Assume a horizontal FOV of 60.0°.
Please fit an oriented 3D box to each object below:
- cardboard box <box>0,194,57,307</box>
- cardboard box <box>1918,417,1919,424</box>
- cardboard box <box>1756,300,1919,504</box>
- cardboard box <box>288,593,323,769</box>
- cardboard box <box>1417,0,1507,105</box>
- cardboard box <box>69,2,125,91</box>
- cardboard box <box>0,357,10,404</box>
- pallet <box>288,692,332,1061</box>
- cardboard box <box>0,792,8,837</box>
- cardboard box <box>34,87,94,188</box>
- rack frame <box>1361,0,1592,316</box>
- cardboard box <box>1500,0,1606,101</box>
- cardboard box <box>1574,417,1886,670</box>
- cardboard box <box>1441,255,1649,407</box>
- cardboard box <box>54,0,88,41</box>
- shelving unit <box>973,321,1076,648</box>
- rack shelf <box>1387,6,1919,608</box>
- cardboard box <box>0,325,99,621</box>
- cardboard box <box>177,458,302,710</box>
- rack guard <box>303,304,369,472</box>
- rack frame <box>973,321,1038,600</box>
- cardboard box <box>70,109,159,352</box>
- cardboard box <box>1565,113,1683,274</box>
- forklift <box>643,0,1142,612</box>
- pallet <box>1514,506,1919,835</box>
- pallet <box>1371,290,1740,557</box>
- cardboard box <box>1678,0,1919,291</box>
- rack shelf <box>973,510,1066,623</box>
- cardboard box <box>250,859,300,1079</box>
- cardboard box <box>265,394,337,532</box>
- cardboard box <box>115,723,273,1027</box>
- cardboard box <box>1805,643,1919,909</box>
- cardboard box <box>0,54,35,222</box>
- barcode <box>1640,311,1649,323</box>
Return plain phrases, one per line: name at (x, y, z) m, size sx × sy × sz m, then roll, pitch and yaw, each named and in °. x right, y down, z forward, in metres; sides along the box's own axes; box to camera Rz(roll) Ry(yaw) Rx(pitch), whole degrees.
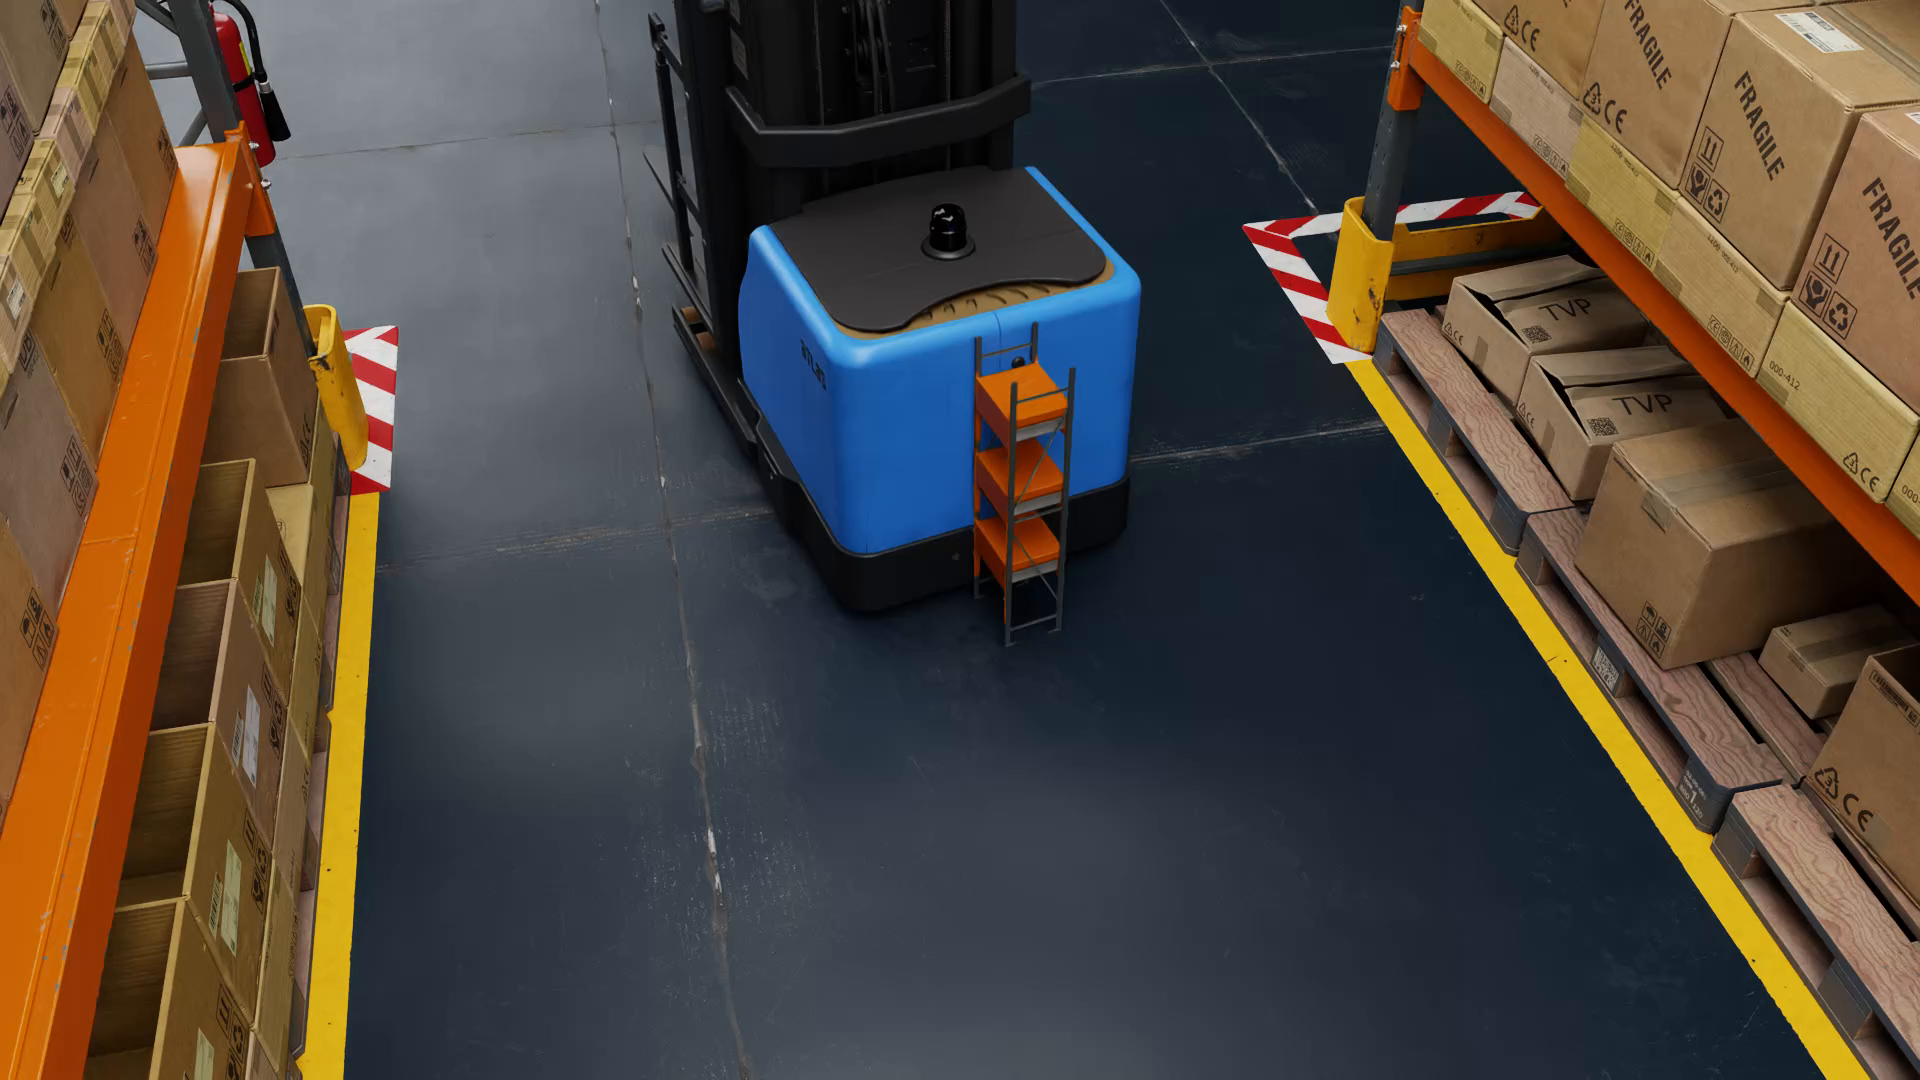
cardboard box at (-2.212, -0.609, 3.612) m, size 0.380 × 0.149 × 0.250 m, roll -7°, pitch 42°, yaw -8°
cardboard box at (2.421, -0.324, 3.389) m, size 0.500 × 0.500 × 0.500 m, roll -9°, pitch 42°, yaw -10°
cardboard box at (2.317, -0.370, 4.006) m, size 0.500 × 0.250 × 0.500 m, roll -9°, pitch 42°, yaw -10°
cardboard box at (-2.128, 0.435, 4.756) m, size 0.500 × 0.250 × 0.500 m, roll -8°, pitch 42°, yaw -9°
cardboard box at (1.870, -1.690, 5.492) m, size 0.500 × 0.250 × 0.500 m, roll -9°, pitch 42°, yaw -11°
cardboard box at (-2.435, -1.278, 4.366) m, size 0.380 × 0.149 × 0.250 m, roll -7°, pitch 42°, yaw -8°
cardboard box at (-2.105, -0.281, 3.243) m, size 0.380 × 0.149 × 0.250 m, roll -9°, pitch 42°, yaw -10°
pallet at (-2.296, 0.934, 4.539) m, size 1.003 × 0.211 × 1.213 m, roll -8°, pitch 42°, yaw -9°
cardboard box at (-2.120, 0.540, 2.807) m, size 0.700 × 0.500 × 0.500 m, roll -9°, pitch 42°, yaw -10°
cardboard box at (-2.328, -0.949, 3.996) m, size 0.380 × 0.149 × 0.250 m, roll -8°, pitch 42°, yaw -9°
rack frame at (2.075, -2.100, 5.856) m, size 1.000 × 3.000 × 0.127 m, roll -8°, pitch 42°, yaw -9°
cardboard box at (1.981, -1.658, 4.891) m, size 0.500 × 0.500 × 0.500 m, roll -8°, pitch 42°, yaw -9°
cardboard box at (2.369, -0.016, 5.060) m, size 0.700 × 0.500 × 0.500 m, roll -11°, pitch 43°, yaw -12°
cardboard box at (2.136, -0.798, 6.083) m, size 0.500 × 0.311 × 0.500 m, roll -13°, pitch 43°, yaw -14°
cardboard box at (-2.662, -1.572, 4.209) m, size 0.700 × 0.500 × 0.500 m, roll -8°, pitch 42°, yaw -9°
shelving unit at (0.187, -0.148, 5.126) m, size 0.215 × 1.050 × 0.252 m, roll -16°, pitch 44°, yaw -18°
rack shelf at (2.506, -0.535, 4.635) m, size 1.077 × 0.370 × 4.000 m, roll -8°, pitch 42°, yaw -9°
cardboard box at (-2.336, -0.118, 3.548) m, size 0.700 × 0.500 × 0.500 m, roll -7°, pitch 42°, yaw -8°
cardboard box at (-2.125, 0.154, 4.507) m, size 0.500 × 0.500 × 0.500 m, roll -8°, pitch 42°, yaw -9°
rack guard at (-2.767, -0.469, 5.901) m, size 1.175 × 0.500 × 0.348 m, roll -8°, pitch 42°, yaw -9°
rack frame at (0.138, -0.222, 5.209) m, size 0.200 × 1.050 × 0.008 m, roll -16°, pitch 44°, yaw -18°
cardboard box at (-2.555, -0.781, 4.295) m, size 0.700 × 0.500 × 0.500 m, roll -7°, pitch 42°, yaw -8°
cardboard box at (2.100, -1.024, 4.742) m, size 0.500 × 0.250 × 0.500 m, roll -9°, pitch 42°, yaw -10°
forklift at (-0.486, -1.848, 5.623) m, size 1.130 × 2.935 × 3.031 m, roll -16°, pitch 44°, yaw -18°
pallet at (2.492, 0.313, 5.239) m, size 1.003 × 0.211 × 1.213 m, roll -8°, pitch 42°, yaw -9°
pallet at (2.232, -0.476, 6.128) m, size 1.003 × 0.211 × 1.213 m, roll -8°, pitch 42°, yaw -9°
cardboard box at (2.210, -0.989, 4.138) m, size 0.500 × 0.500 × 0.500 m, roll -7°, pitch 42°, yaw -8°
rack shelf at (0.187, 0.068, 5.317) m, size 0.215 × 0.259 × 0.240 m, roll -16°, pitch 44°, yaw -18°
cardboard box at (-1.908, 1.082, 4.026) m, size 0.500 × 0.250 × 0.500 m, roll -8°, pitch 42°, yaw -9°
cardboard box at (-2.357, -0.211, 5.484) m, size 0.500 × 0.250 × 0.500 m, roll -8°, pitch 42°, yaw -9°
cardboard box at (-1.908, 0.802, 3.777) m, size 0.500 × 0.500 × 0.500 m, roll -8°, pitch 42°, yaw -9°
cardboard box at (2.675, 0.596, 4.371) m, size 0.500 × 0.500 × 0.500 m, roll -11°, pitch 43°, yaw -12°
cardboard box at (-2.433, -0.905, 3.458) m, size 0.700 × 0.500 × 0.500 m, roll -8°, pitch 42°, yaw -9°
barcode at (2.531, -0.847, 6.132) m, size 0.001 × 0.075 × 0.075 m, roll -8°, pitch 42°, yaw -9°
